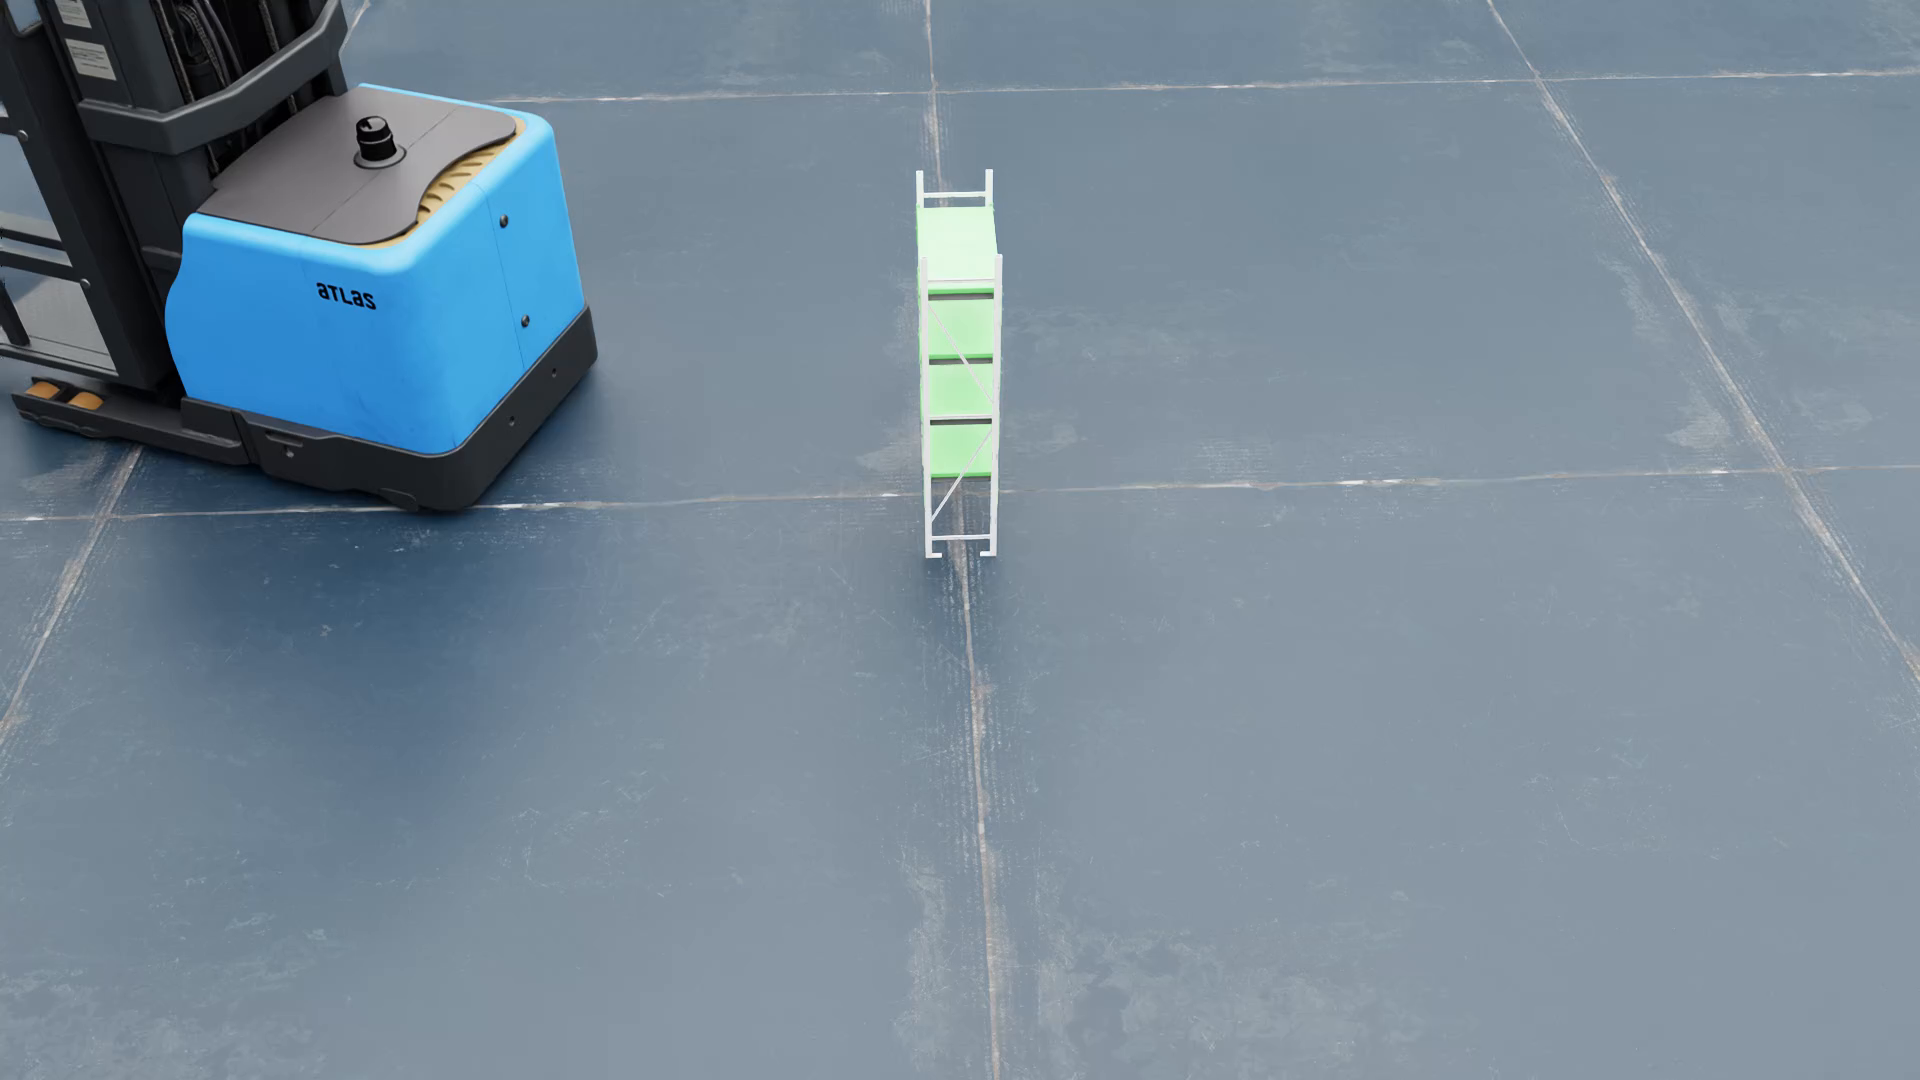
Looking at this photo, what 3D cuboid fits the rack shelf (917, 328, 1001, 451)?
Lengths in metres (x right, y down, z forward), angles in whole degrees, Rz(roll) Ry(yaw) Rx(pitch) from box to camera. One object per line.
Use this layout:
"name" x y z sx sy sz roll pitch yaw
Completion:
"rack shelf" -0.007 -0.507 5.510 0.258 0.148 0.480 -2 43 -2

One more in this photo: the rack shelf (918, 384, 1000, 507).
"rack shelf" -0.007 -0.330 5.672 0.258 0.148 0.480 -2 43 -2

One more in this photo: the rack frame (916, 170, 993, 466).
"rack frame" -0.017 -0.719 5.646 0.240 1.200 0.015 -2 43 -2

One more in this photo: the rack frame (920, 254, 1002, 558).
"rack frame" 0.003 -0.389 5.287 0.240 1.200 0.015 -2 43 -2

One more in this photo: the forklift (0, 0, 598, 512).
"forklift" -2.971 -1.782 5.525 3.031 2.935 1.130 13 44 14

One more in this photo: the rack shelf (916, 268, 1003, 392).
"rack shelf" -0.007 -0.684 5.347 0.258 0.148 0.480 -2 43 -2

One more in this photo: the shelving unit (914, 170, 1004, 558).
"shelving unit" -0.007 -0.554 5.466 0.258 1.200 0.503 -2 43 -2

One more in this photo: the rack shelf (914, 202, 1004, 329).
"rack shelf" -0.007 -0.861 5.185 0.258 0.148 0.480 -2 43 -2
